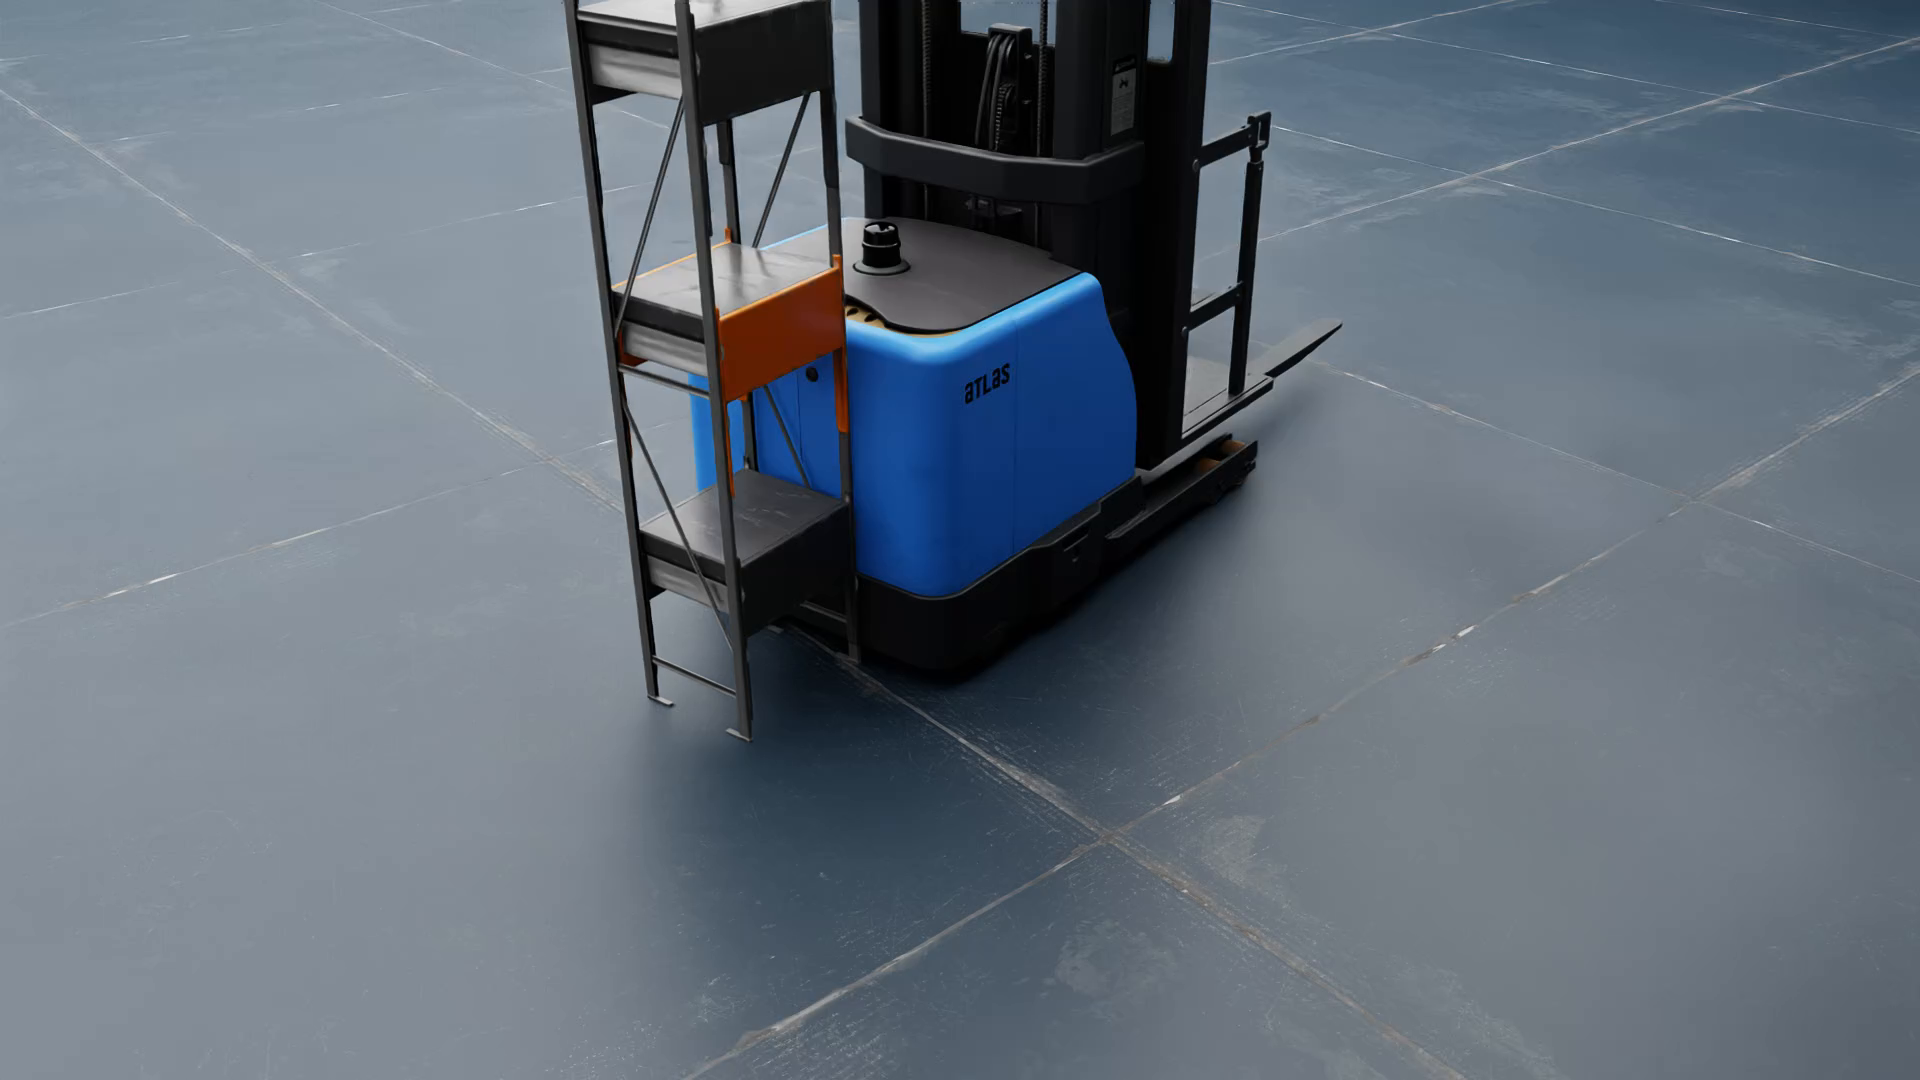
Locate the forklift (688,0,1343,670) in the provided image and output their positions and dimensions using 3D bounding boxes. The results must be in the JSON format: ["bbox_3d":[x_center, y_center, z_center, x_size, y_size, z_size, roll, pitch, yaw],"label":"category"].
[{"bbox_3d":[0.440,-1.546,5.534,1.130,2.935,3.031,19,34,32],"label":"forklift"}]

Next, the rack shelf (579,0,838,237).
[{"bbox_3d":[-0.624,-1.101,4.117,0.431,0.518,0.480,19,34,31],"label":"rack shelf"}]

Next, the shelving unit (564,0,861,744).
[{"bbox_3d":[-0.617,-0.500,4.449,0.431,2.100,0.503,19,34,31],"label":"shelving unit"}]

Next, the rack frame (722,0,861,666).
[{"bbox_3d":[-0.475,-0.597,4.621,0.400,2.100,0.015,19,34,31],"label":"rack frame"}]

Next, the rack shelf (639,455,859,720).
[{"bbox_3d":[-0.611,0.125,4.794,0.431,0.518,0.480,19,34,31],"label":"rack shelf"}]

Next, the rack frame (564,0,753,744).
[{"bbox_3d":[-0.760,-0.403,4.276,0.400,2.100,0.015,19,34,31],"label":"rack frame"}]

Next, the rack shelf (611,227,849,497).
[{"bbox_3d":[-0.617,-0.488,4.455,0.431,0.518,0.480,19,34,31],"label":"rack shelf"}]
